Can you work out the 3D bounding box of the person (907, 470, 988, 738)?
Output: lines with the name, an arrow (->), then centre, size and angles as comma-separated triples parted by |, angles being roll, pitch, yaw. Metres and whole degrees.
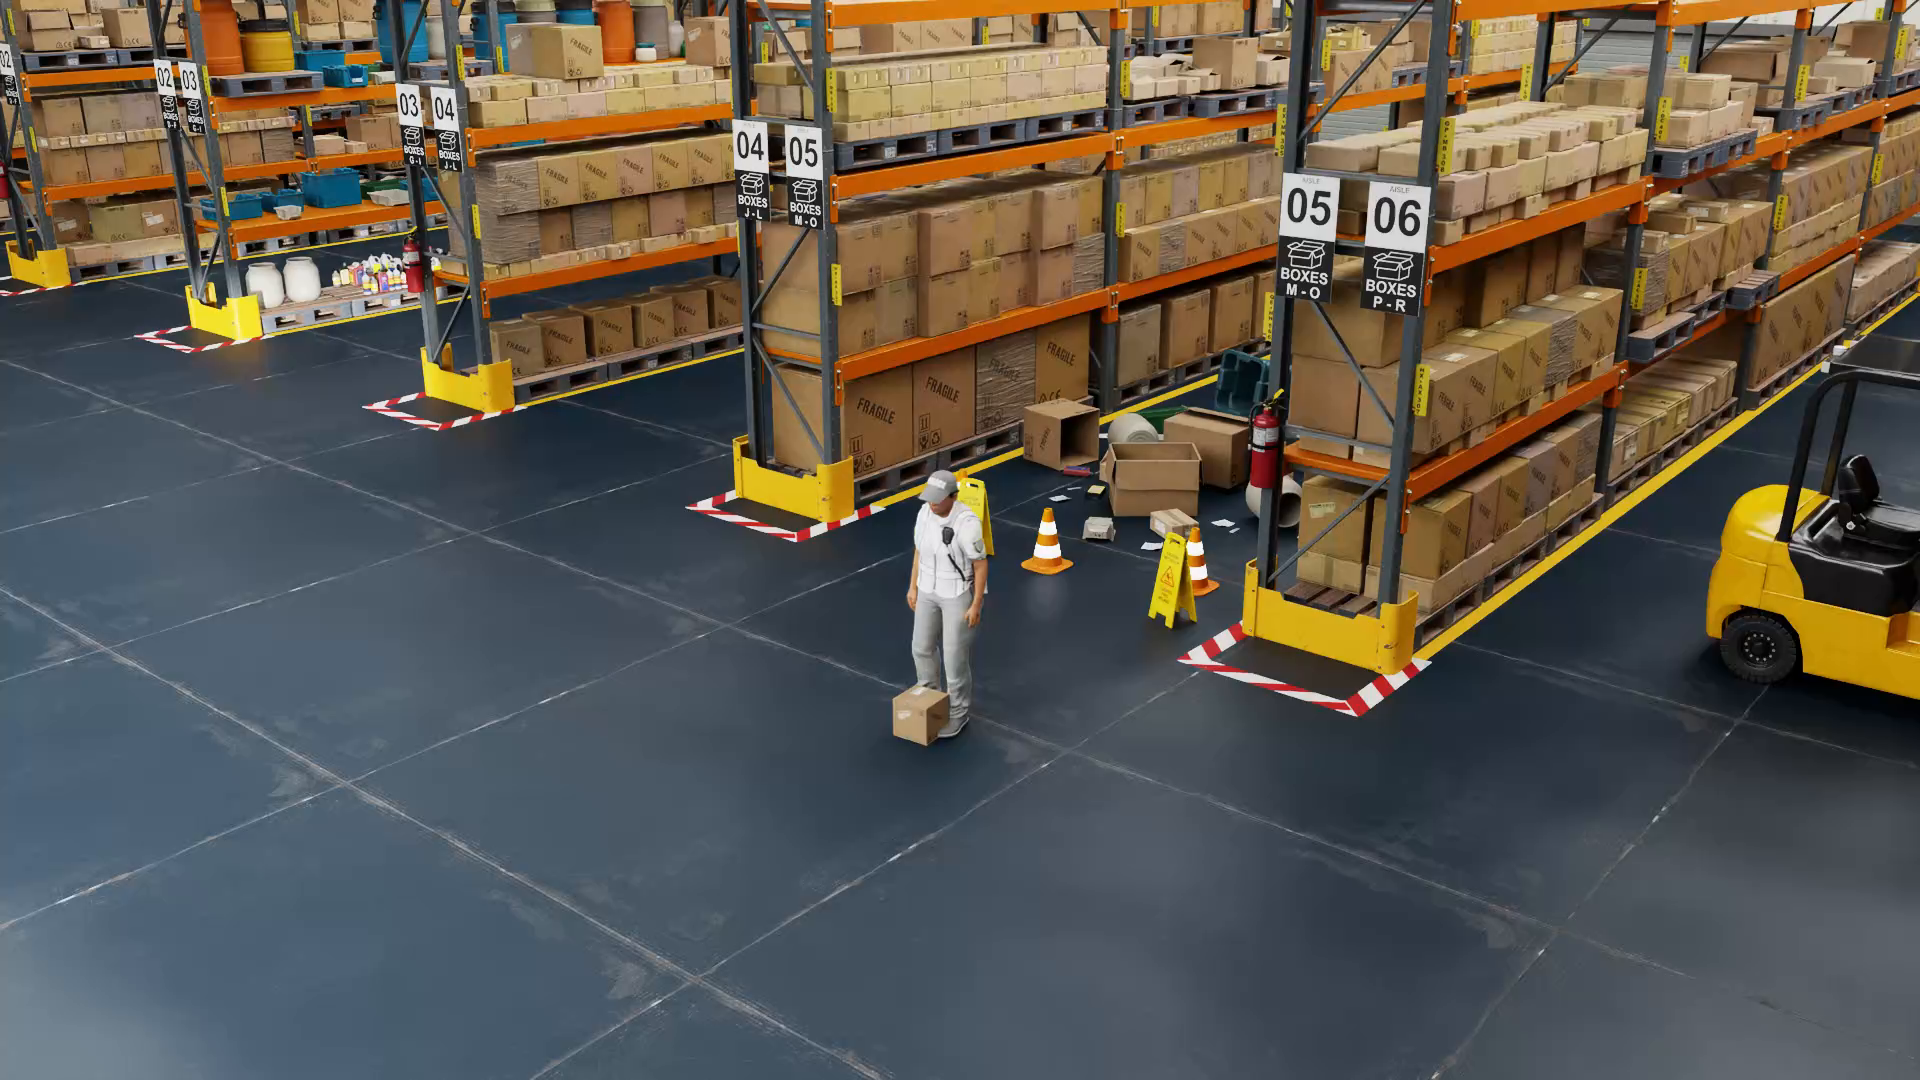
person -> -0.096, 0.352, 10.116 | 0.559, 1.667, 0.467 | 15, 25, 35
